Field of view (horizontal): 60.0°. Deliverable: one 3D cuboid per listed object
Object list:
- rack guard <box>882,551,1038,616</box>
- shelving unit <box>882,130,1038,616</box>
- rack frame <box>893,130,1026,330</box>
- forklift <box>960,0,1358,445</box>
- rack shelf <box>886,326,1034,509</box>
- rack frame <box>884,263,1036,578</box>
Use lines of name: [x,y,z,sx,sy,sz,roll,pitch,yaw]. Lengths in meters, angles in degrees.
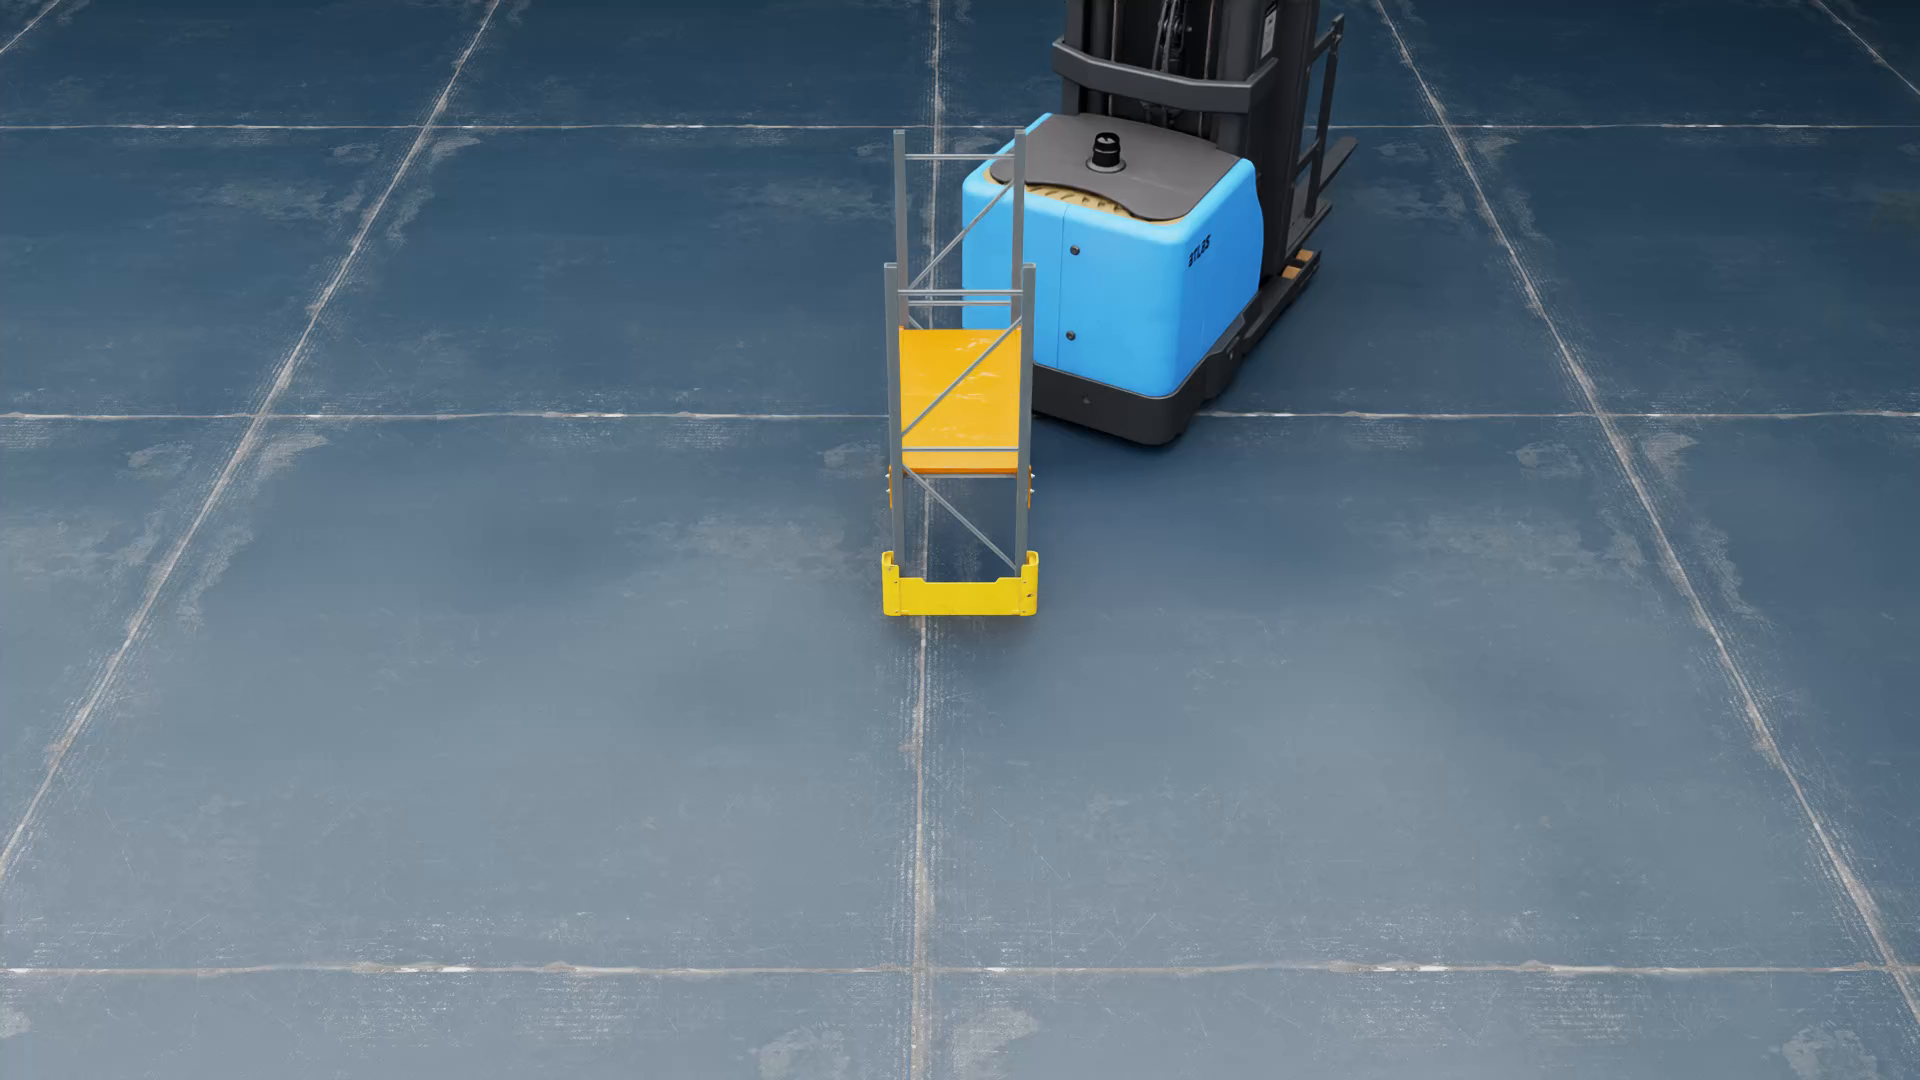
rack guard: [0.000,0.166,6.343,0.587,0.250,0.087,0,39,0]
shelving unit: [0.000,-0.633,6.340,0.587,1.500,1.083,0,39,0]
rack frame: [-0.001,-0.956,6.744,0.500,1.500,0.032,0,39,0]
forklift: [1.155,-2.457,7.473,1.130,2.935,3.031,19,43,22]
rack shelf: [0.000,-0.498,6.460,0.538,0.185,1.000,0,39,0]
rack frame: [0.000,-0.321,5.951,0.500,1.500,0.032,0,39,0]
